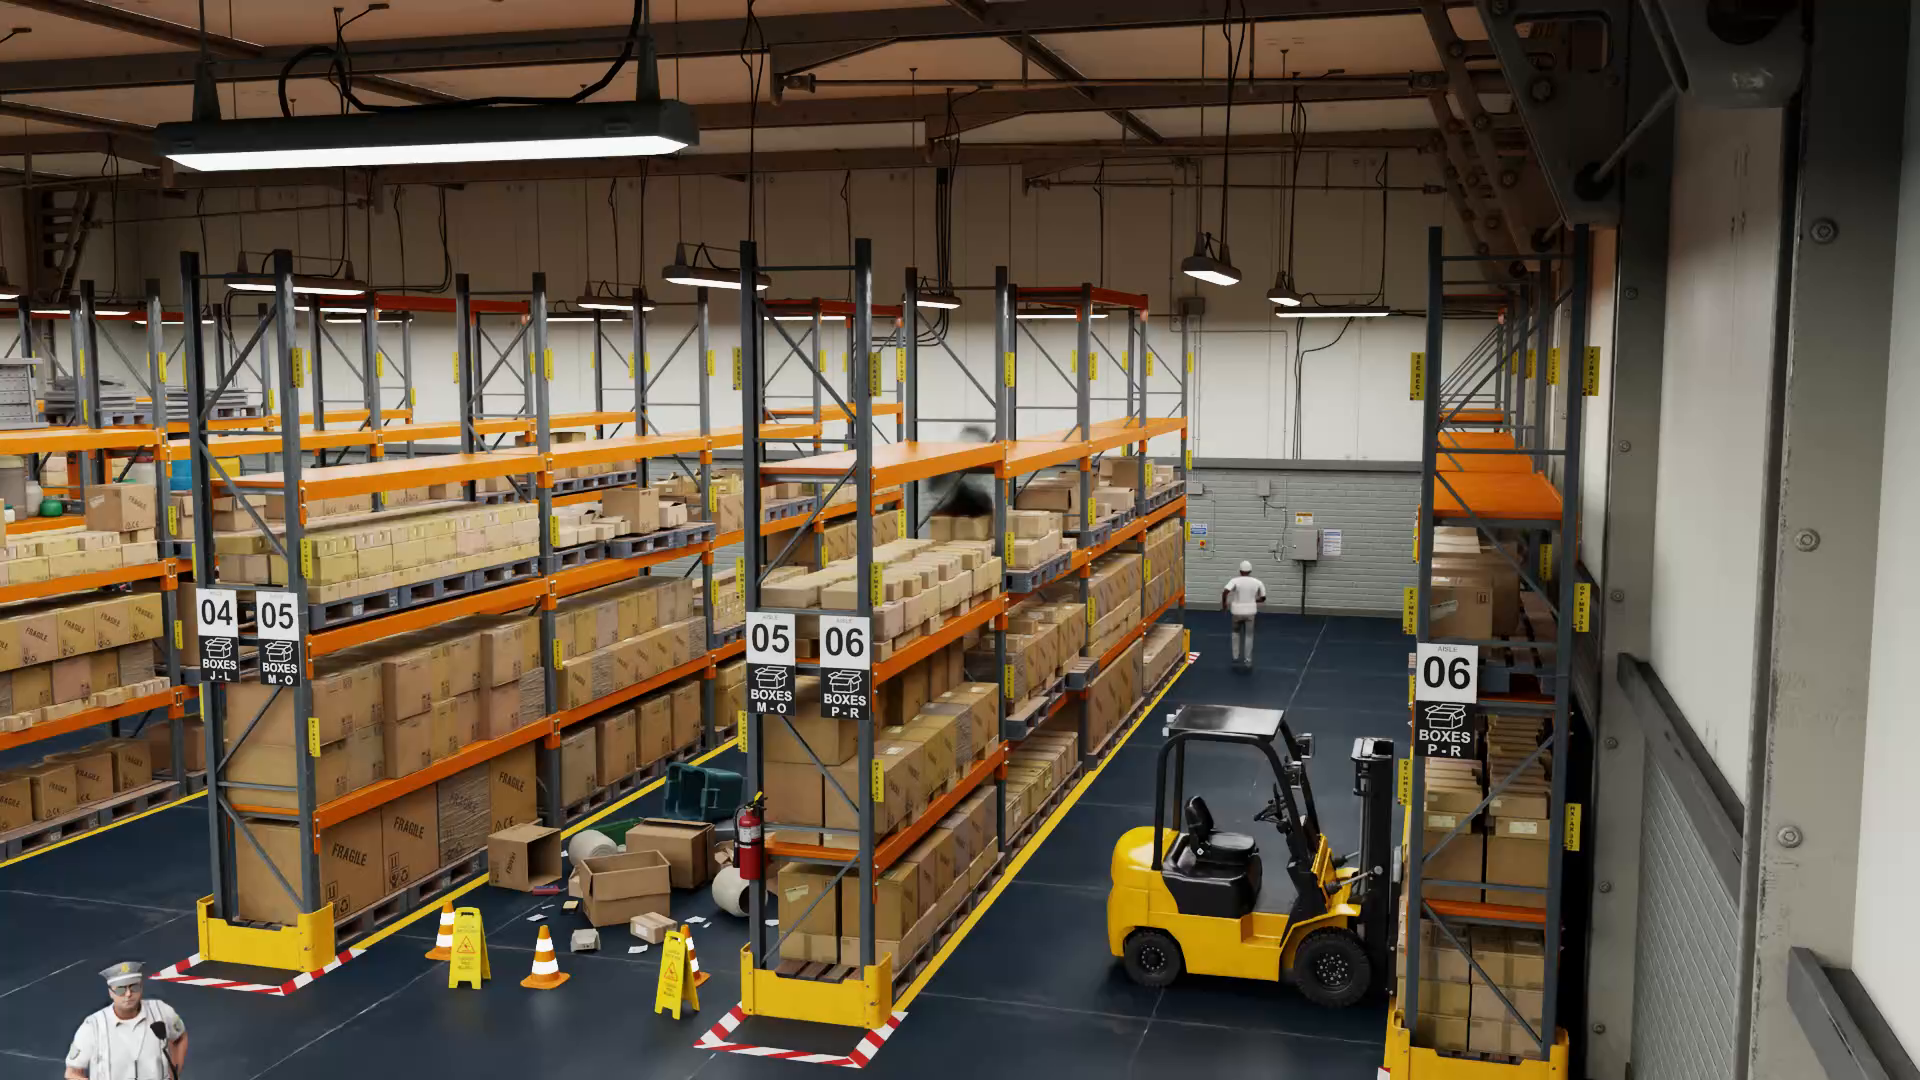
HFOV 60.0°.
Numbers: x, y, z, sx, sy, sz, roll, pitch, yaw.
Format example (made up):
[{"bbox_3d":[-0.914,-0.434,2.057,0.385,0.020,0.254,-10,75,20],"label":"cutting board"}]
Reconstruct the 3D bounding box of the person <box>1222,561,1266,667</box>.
[{"bbox_3d":[4.655,1.245,27.362,0.730,1.815,0.725,1,6,5],"label":"person"}]

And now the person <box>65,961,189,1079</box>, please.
[{"bbox_3d":[-4.745,3.243,9.515,0.633,1.753,0.784,-5,8,-37],"label":"person"}]
